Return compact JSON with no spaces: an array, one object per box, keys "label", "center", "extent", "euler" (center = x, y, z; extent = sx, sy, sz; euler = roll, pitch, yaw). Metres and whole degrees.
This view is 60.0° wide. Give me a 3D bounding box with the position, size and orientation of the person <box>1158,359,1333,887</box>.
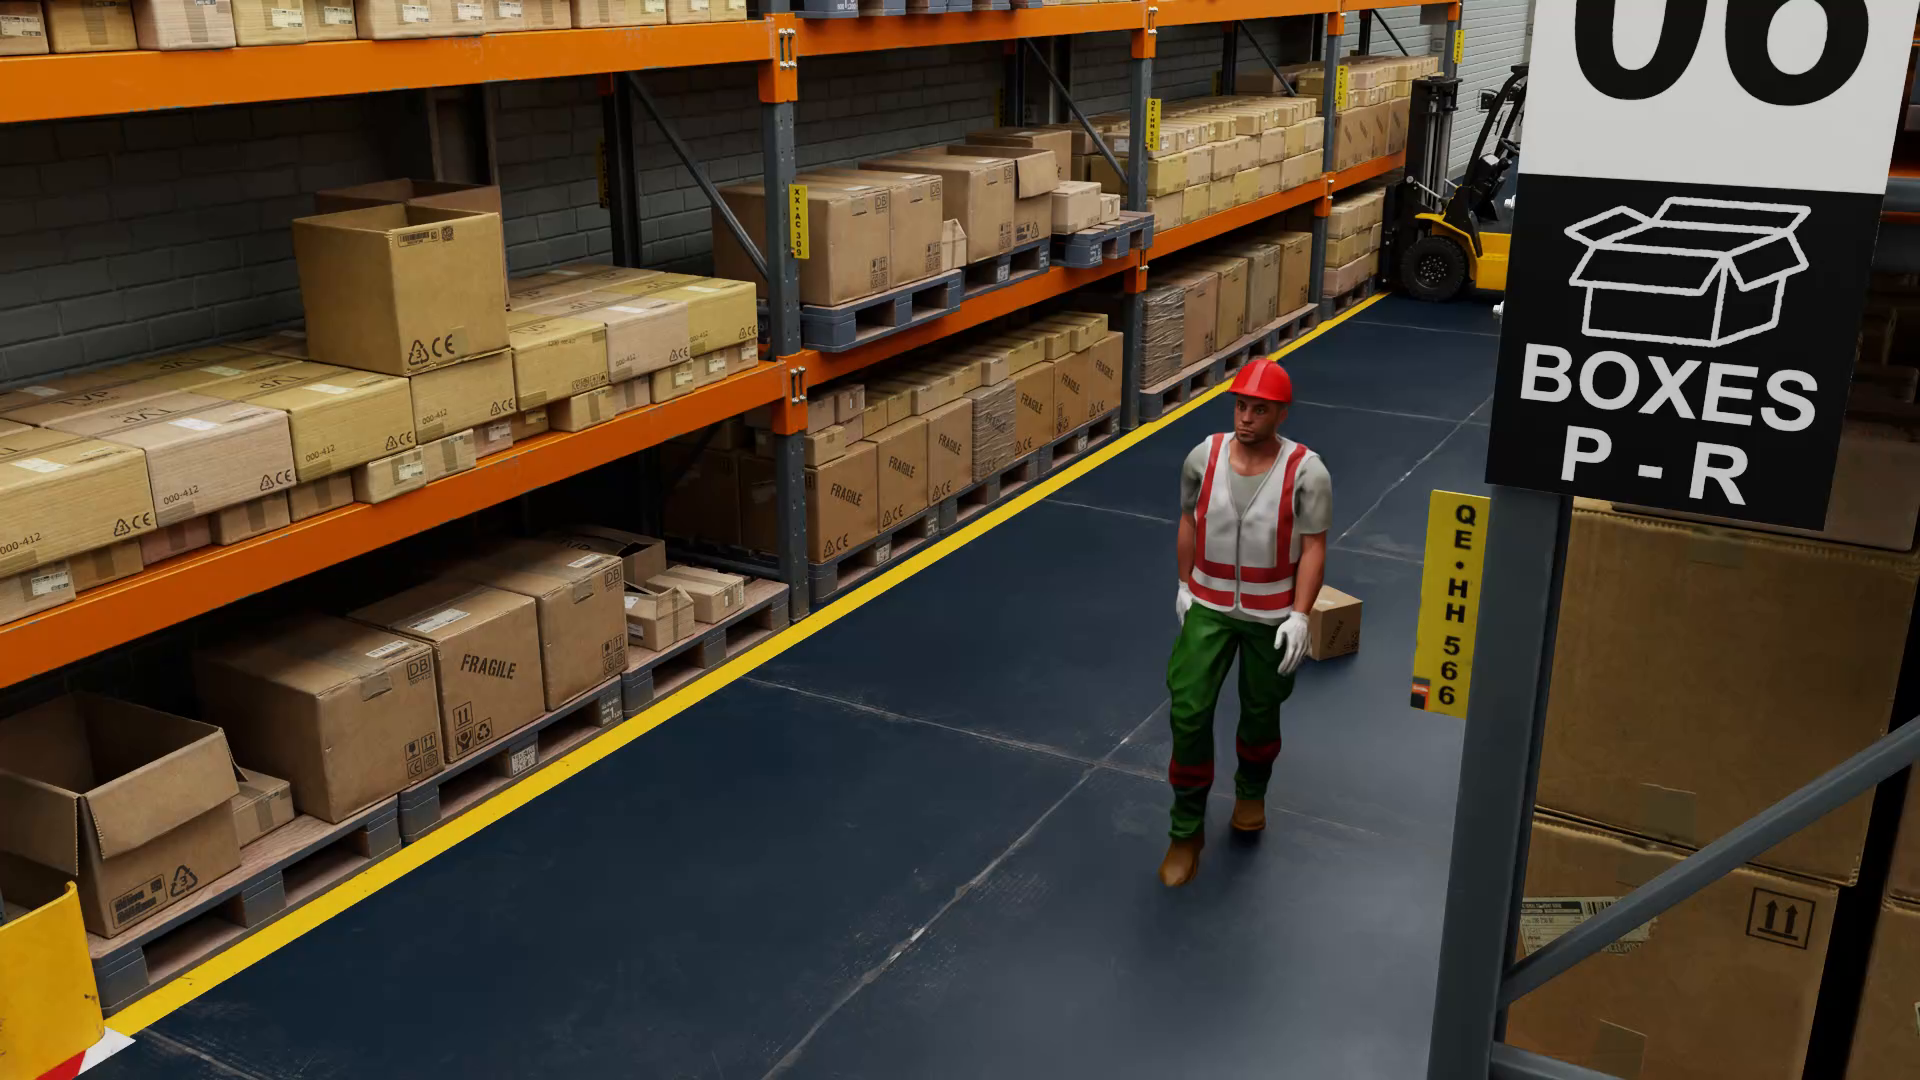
[{"label":"person","center":[0.974,0.285,5.737],"extent":[0.545,1.841,0.666],"euler":[7,20,19]}]
